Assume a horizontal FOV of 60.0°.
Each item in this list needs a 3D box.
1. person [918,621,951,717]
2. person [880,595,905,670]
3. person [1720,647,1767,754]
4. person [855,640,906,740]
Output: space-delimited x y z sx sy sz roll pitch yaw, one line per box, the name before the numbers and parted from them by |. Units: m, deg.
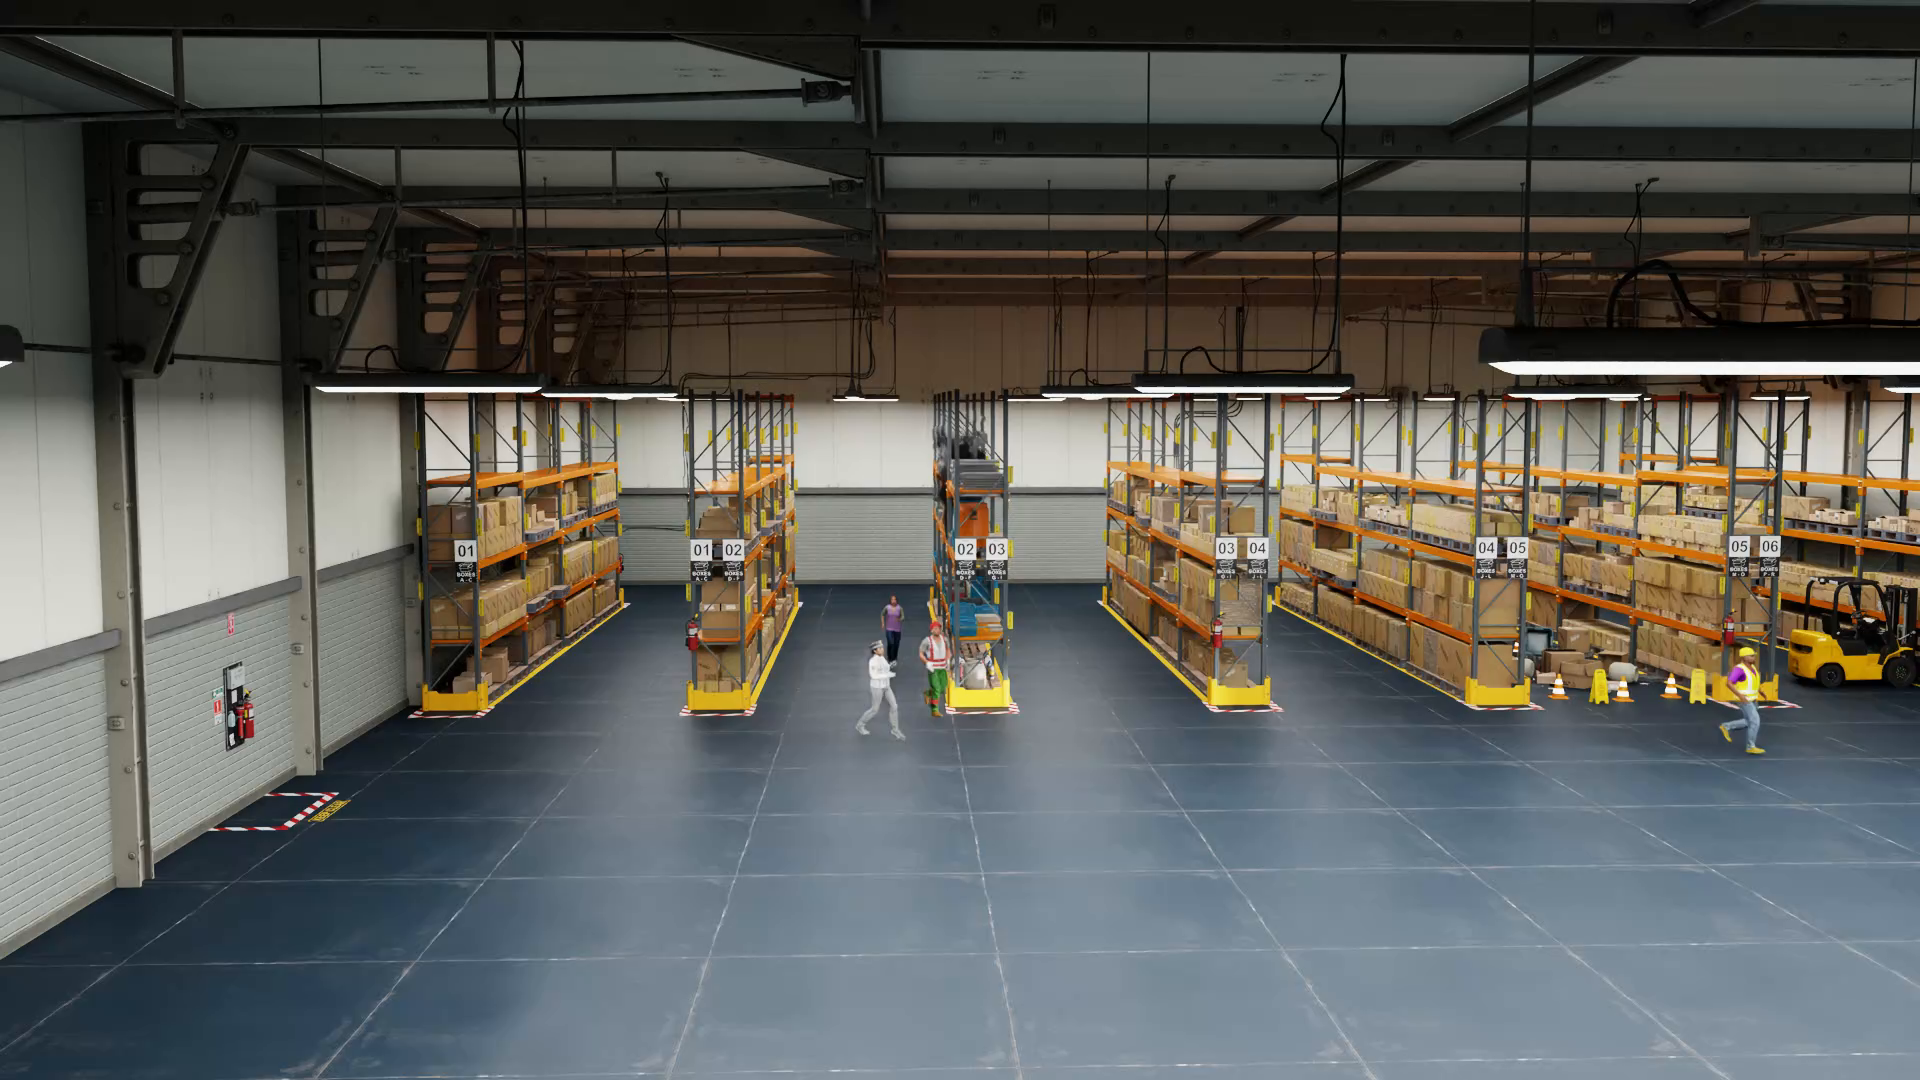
person | -0.472 2.356 30.605 0.667 1.760 0.681 -3 5 -29
person | -1.447 1.992 35.978 0.503 1.627 0.691 -1 5 -10
person | 12.899 2.623 27.388 0.739 1.734 0.795 -4 6 -41
person | -1.356 2.561 28.541 0.896 1.710 0.622 2 5 28
